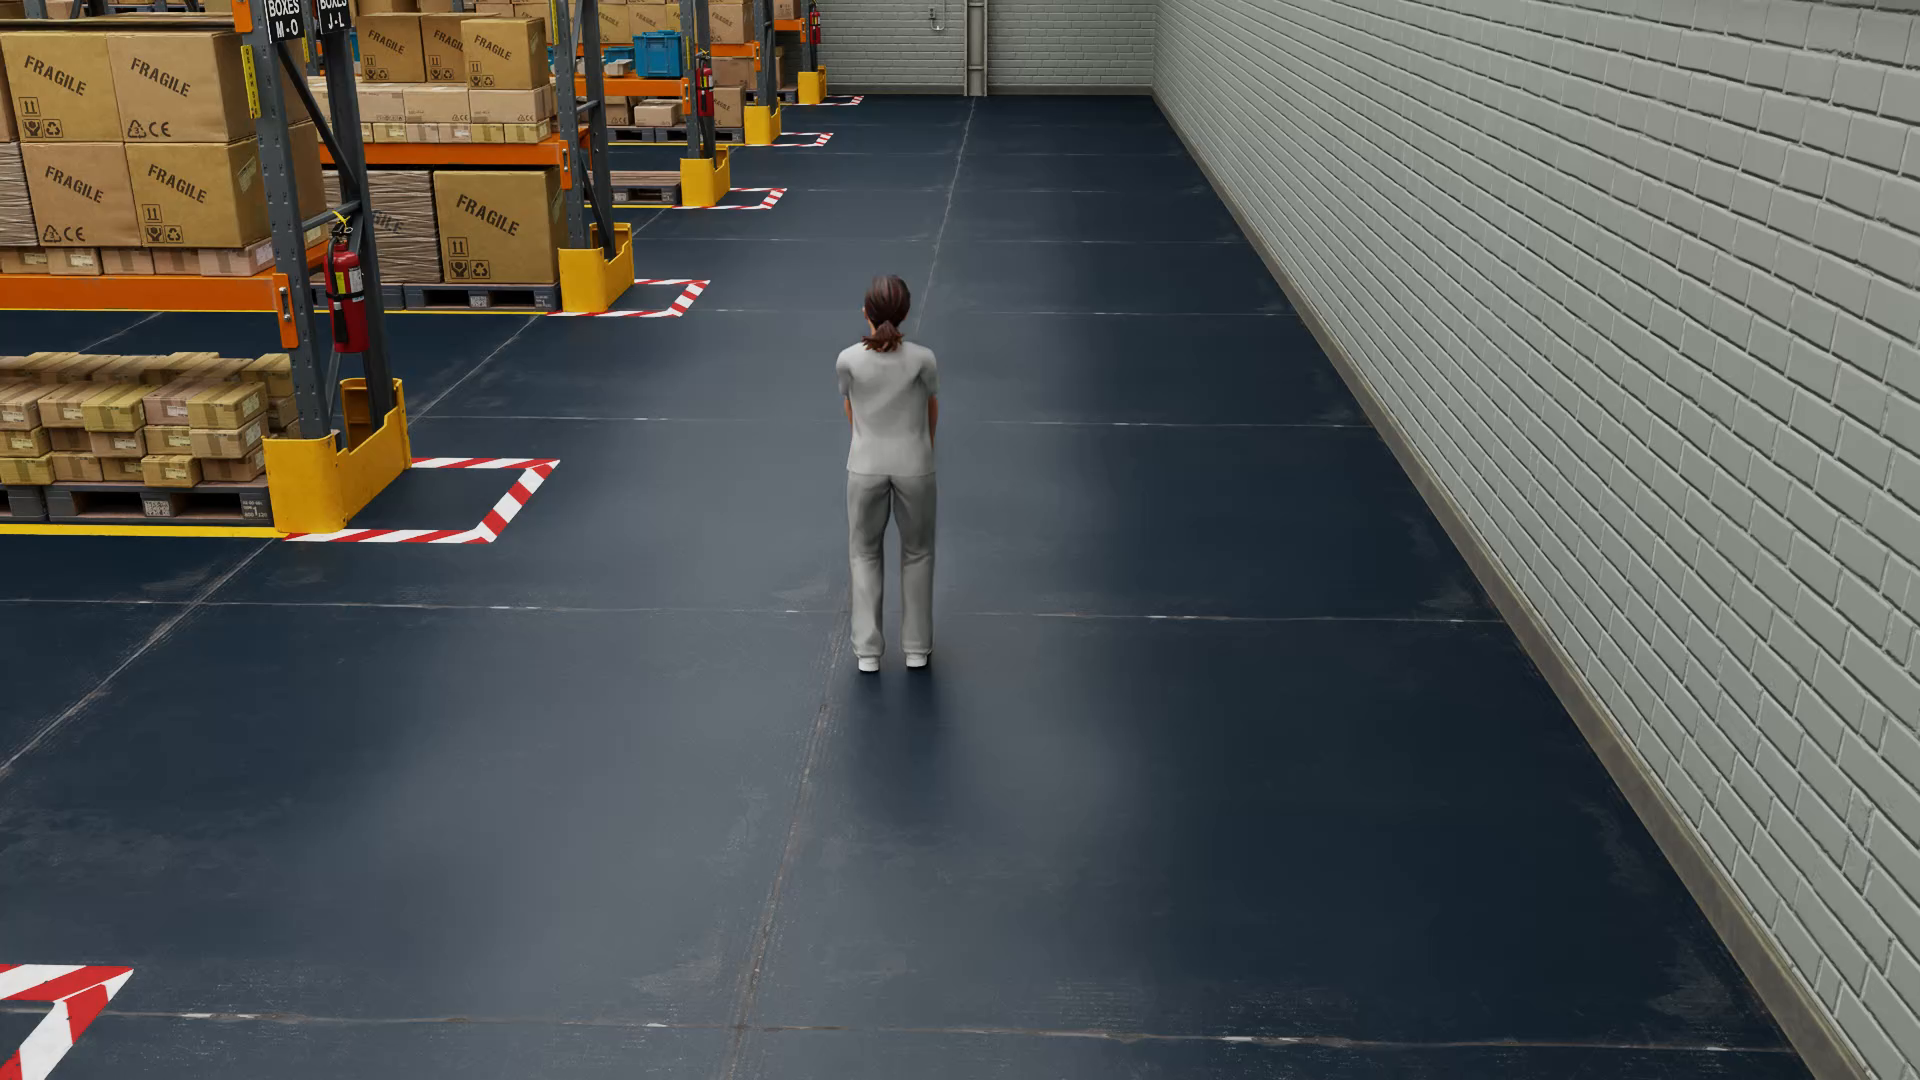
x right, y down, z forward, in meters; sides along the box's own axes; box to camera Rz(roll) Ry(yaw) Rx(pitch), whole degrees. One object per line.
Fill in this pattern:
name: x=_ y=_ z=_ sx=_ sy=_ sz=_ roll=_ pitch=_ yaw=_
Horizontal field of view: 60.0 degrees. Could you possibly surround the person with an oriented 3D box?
person: x=-0.284 y=-0.282 z=6.841 sx=0.409 sy=1.668 sz=0.525 roll=0 pitch=21 yaw=1
